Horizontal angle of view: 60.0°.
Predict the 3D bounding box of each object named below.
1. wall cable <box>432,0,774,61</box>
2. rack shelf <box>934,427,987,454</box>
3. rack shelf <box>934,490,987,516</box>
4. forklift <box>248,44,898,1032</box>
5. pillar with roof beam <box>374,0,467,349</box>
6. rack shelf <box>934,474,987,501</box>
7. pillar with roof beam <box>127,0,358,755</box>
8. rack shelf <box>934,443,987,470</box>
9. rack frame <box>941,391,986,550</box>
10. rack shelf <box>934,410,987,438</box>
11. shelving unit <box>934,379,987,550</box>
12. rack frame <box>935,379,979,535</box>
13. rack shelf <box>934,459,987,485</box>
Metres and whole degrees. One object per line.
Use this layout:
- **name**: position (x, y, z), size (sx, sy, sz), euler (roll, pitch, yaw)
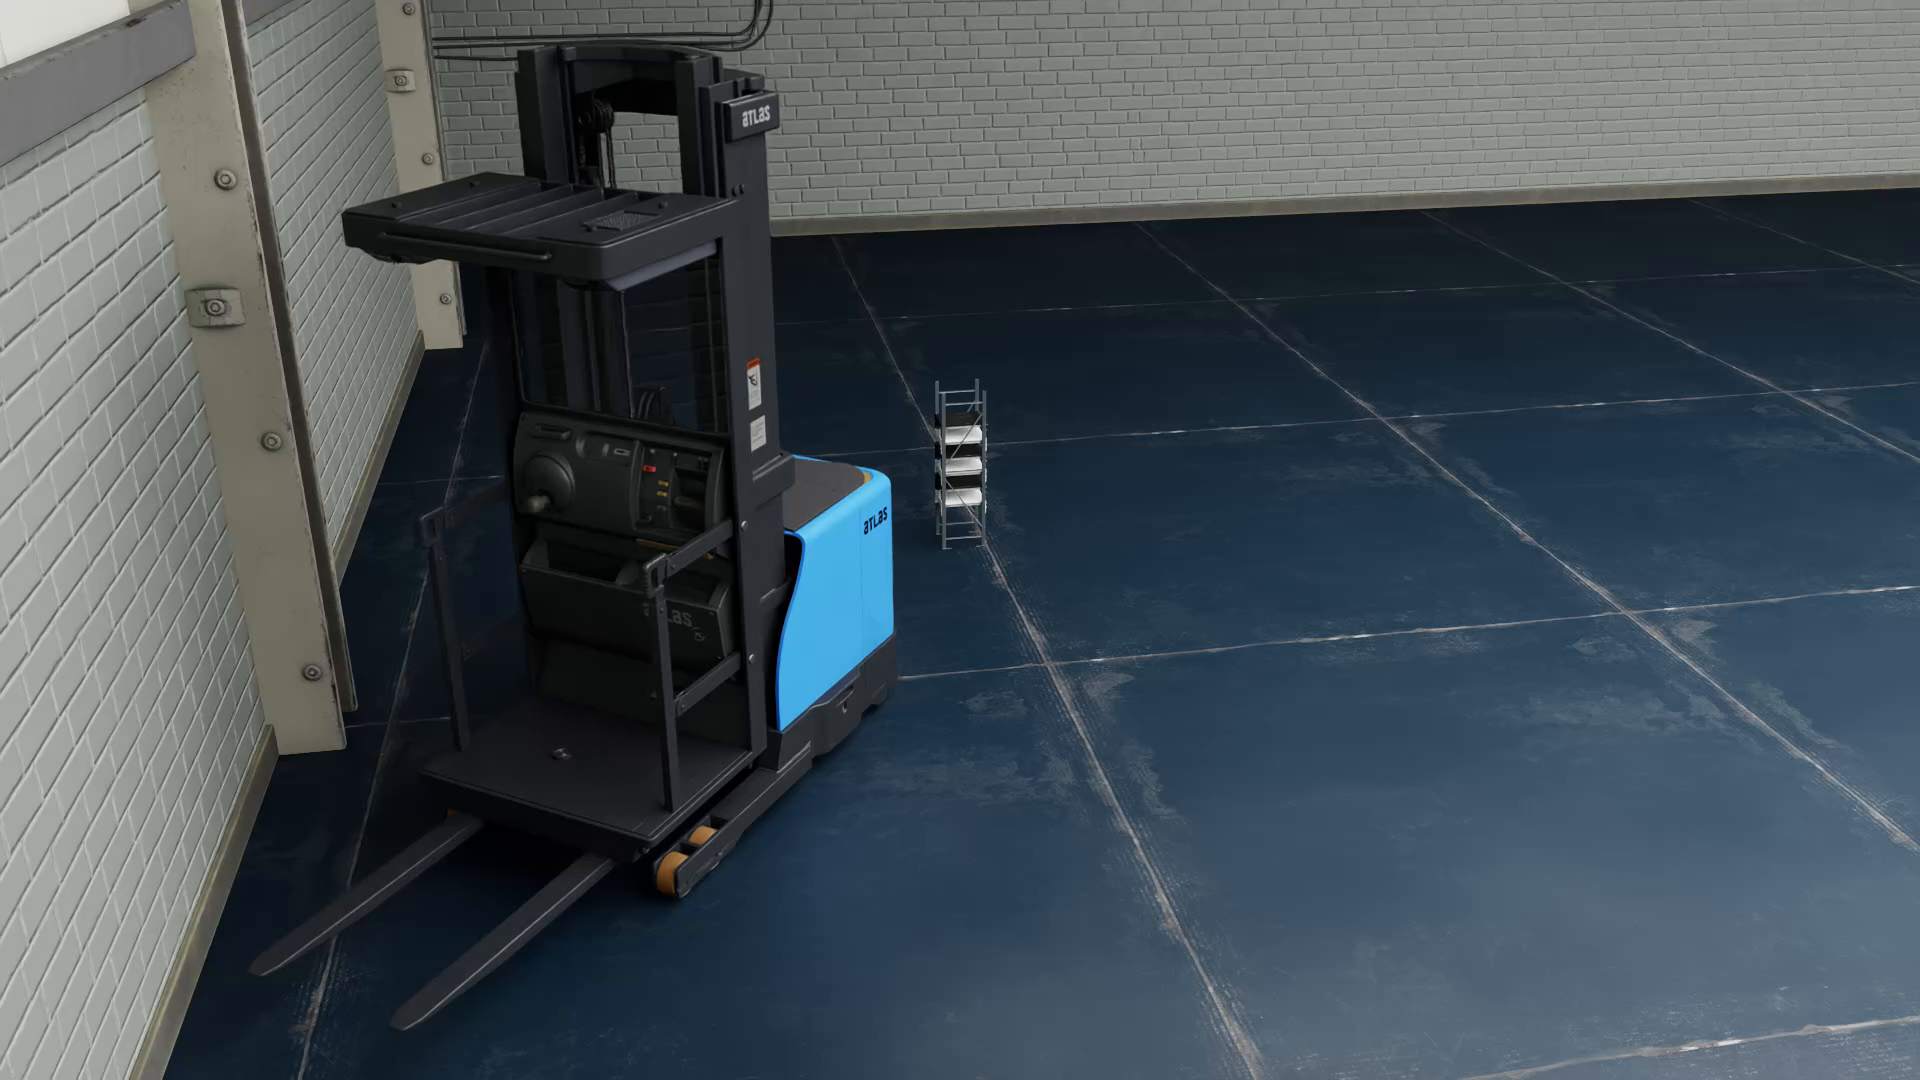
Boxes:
- **wall cable**: position (-3.199, -5.481, 14.437), size (3.097, 2.526, 0.112), euler (-4, 24, -10)
- **rack shelf**: position (0.002, -0.544, 9.004), size (0.258, 0.077, 0.200), euler (-4, 24, -10)
- **rack shelf**: position (0.002, -0.214, 9.148), size (0.258, 0.077, 0.200), euler (-4, 24, -10)
- **forklift**: position (-1.381, -0.211, 6.072), size (1.130, 2.935, 3.031), euler (11, 26, 23)
- **pillar with roof beam**: position (0.277, -5.966, 11.668), size (9.100, 9.000, 0.400), euler (-4, 24, -10)
- **rack shelf**: position (0.002, -0.296, 9.112), size (0.258, 0.077, 0.200), euler (-4, 24, -10)
- **pillar with roof beam**: position (1.386, -3.606, 6.264), size (9.100, 9.000, 0.400), euler (-4, 24, -10)
- **rack shelf**: position (0.002, -0.461, 9.040), size (0.258, 0.077, 0.200), euler (-4, 24, -10)
- **rack frame**: position (0.020, -0.369, 8.971), size (0.240, 0.900, 0.006), euler (-4, 24, -10)
- **rack shelf**: position (0.002, -0.626, 8.968), size (0.258, 0.077, 0.200), euler (-4, 24, -10)
- **shelving unit**: position (0.002, -0.409, 9.063), size (0.258, 0.900, 0.210), euler (-4, 24, -10)
- **rack frame**: position (-0.017, -0.449, 9.154), size (0.240, 0.900, 0.006), euler (-4, 24, -10)
- **rack shelf**: position (0.002, -0.379, 9.076), size (0.258, 0.077, 0.200), euler (-4, 24, -10)
